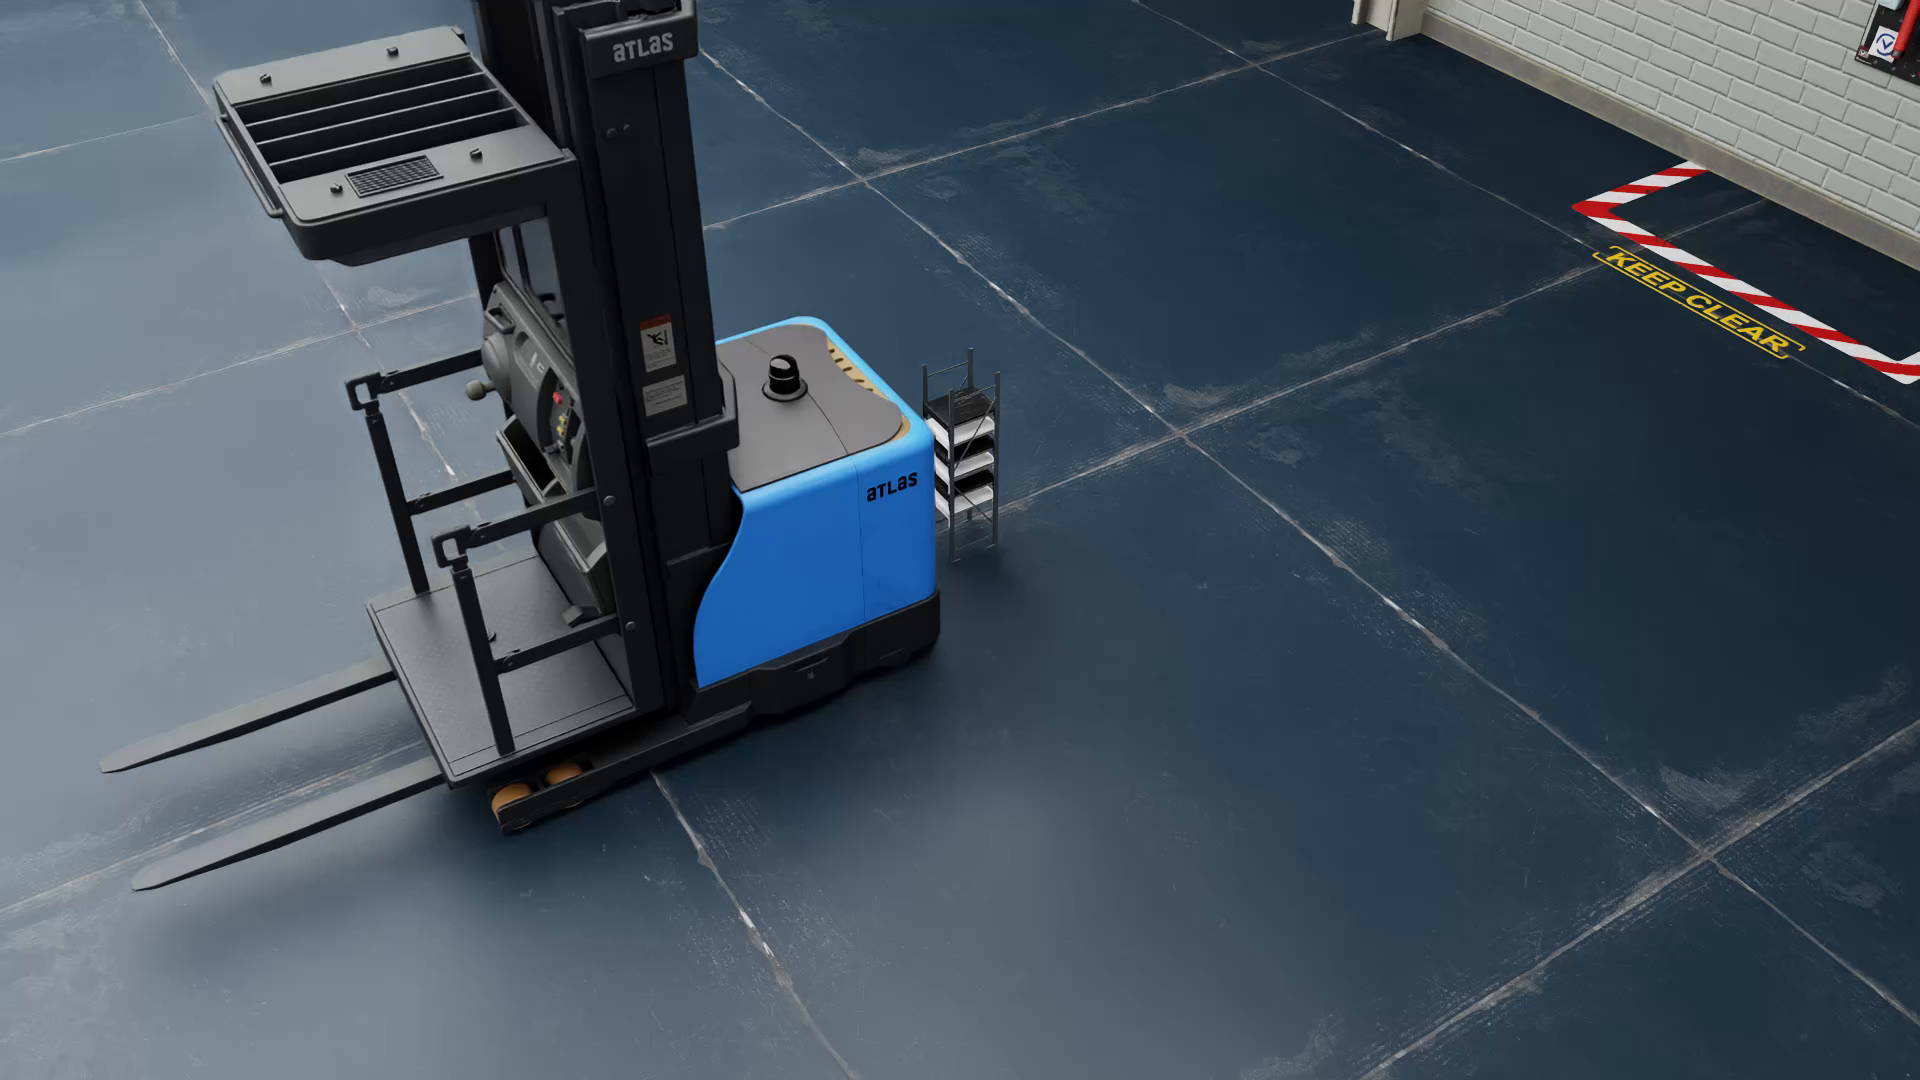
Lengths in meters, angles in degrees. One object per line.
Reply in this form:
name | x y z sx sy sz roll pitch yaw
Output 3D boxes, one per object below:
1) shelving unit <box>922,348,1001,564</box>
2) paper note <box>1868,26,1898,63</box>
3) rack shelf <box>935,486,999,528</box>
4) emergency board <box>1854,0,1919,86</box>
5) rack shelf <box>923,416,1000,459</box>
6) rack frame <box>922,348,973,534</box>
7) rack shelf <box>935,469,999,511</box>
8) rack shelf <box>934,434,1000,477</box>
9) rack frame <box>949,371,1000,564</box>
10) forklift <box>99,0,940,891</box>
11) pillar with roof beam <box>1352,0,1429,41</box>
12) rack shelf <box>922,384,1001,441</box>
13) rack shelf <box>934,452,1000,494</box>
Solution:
shelving unit | 0.004 -0.341 6.957 0.258 0.900 0.210 -22 45 -24
paper note | 4.851 -2.598 8.713 0.016 0.148 0.142 -22 45 -24
rack shelf | 0.004 -0.177 7.093 0.258 0.077 0.200 -22 45 -24
emergency board | 4.888 -2.817 8.287 0.194 1.169 0.643 -22 45 -24
rack shelf | 0.004 -0.454 6.863 0.258 0.077 0.200 -22 45 -24
rack frame | -0.050 -0.396 7.023 0.240 0.900 0.006 -22 45 -24
rack shelf | 0.004 -0.247 7.036 0.258 0.077 0.200 -22 45 -24
rack shelf | 0.004 -0.385 6.920 0.258 0.077 0.200 -22 45 -24
rack frame | 0.059 -0.286 6.891 0.240 0.900 0.006 -22 45 -24
forklift | -1.610 -0.473 5.528 3.031 2.935 1.130 -21 44 -23
pillar with roof beam | -0.671 -5.531 6.858 9.100 9.000 0.400 -22 45 -24
rack shelf | 0.004 -0.523 6.805 0.258 0.077 0.200 -22 45 -24
rack shelf | 0.004 -0.316 6.978 0.258 0.077 0.200 -22 45 -24
